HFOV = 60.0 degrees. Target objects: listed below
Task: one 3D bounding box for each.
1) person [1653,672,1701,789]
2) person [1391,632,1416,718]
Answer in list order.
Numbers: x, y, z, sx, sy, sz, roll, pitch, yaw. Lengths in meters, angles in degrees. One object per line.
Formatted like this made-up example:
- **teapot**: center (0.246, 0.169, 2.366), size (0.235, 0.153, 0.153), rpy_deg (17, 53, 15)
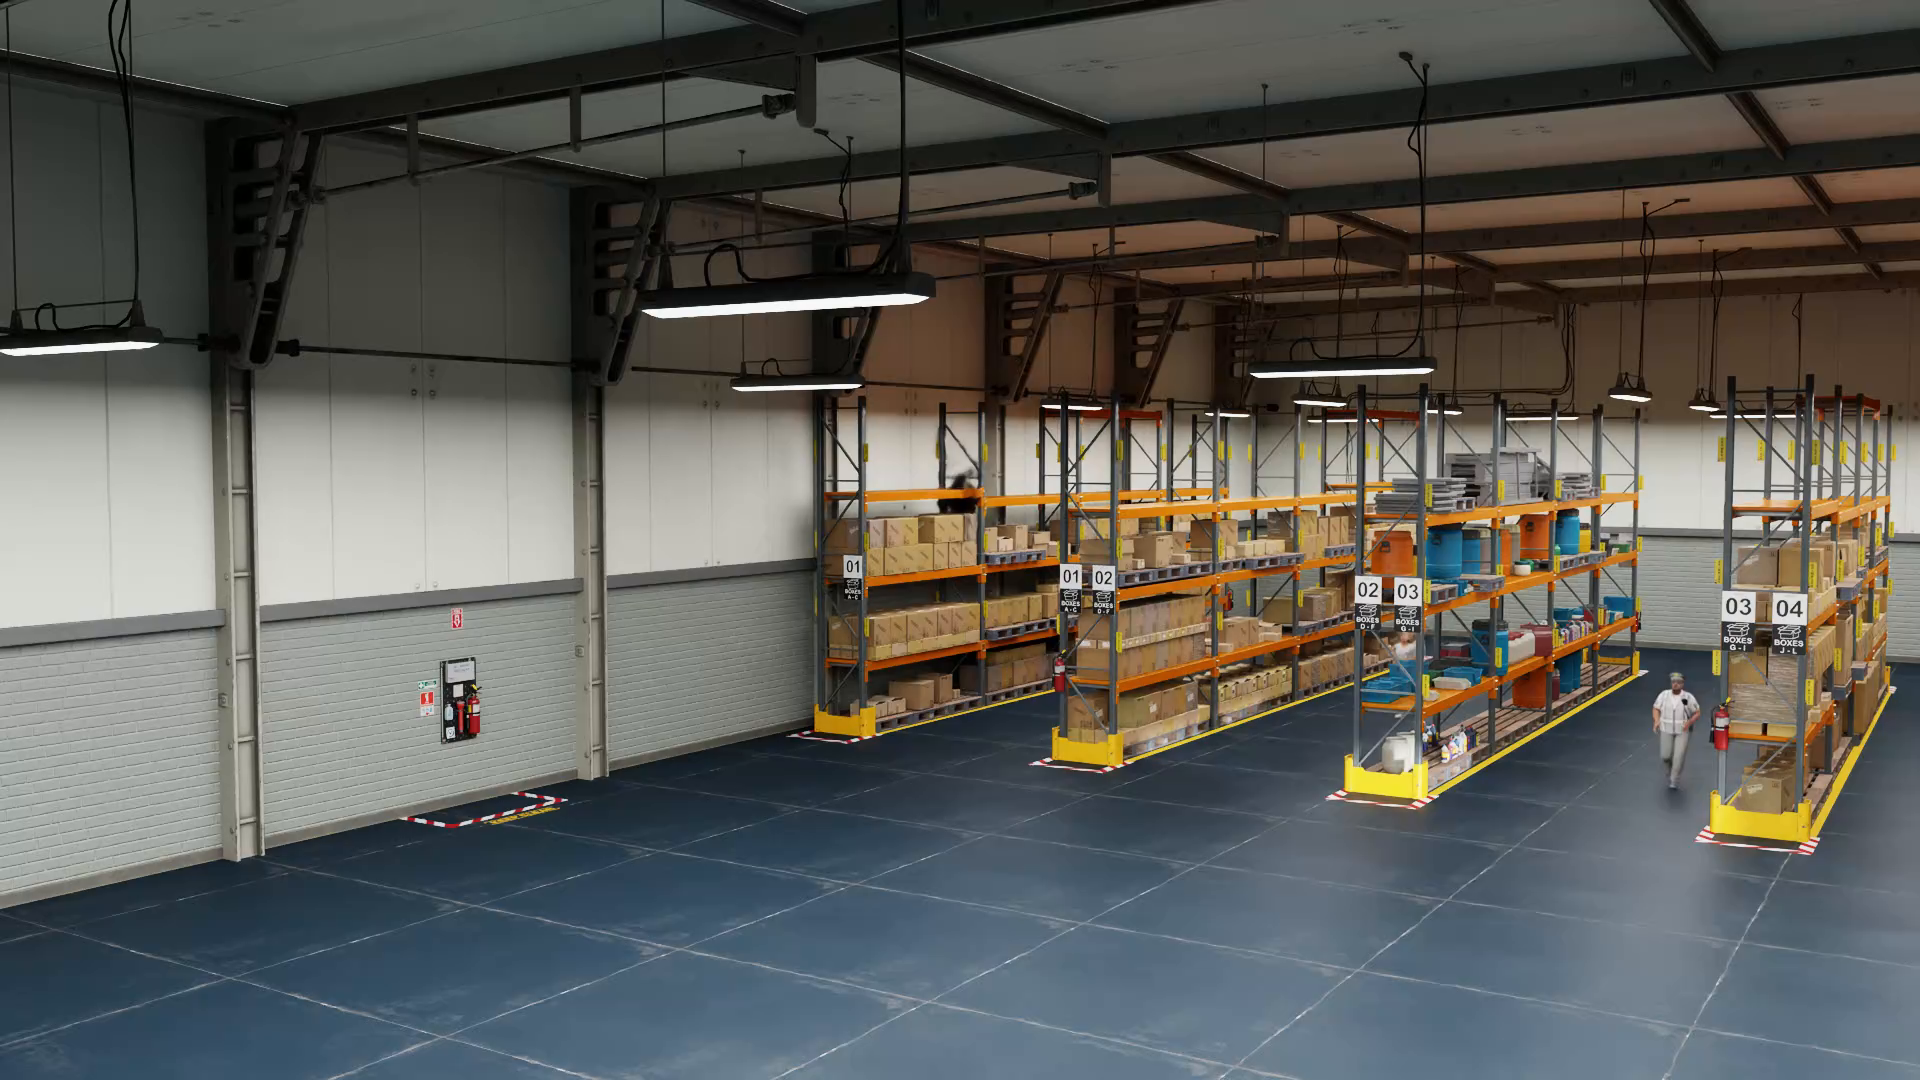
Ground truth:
- **person**: center (10.702, 2.836, 24.856), size (0.678, 1.730, 0.591), rpy_deg (2, 3, 29)
- **person**: center (8.401, 2.515, 31.459), size (0.575, 1.643, 0.904), rpy_deg (2, 3, 30)
